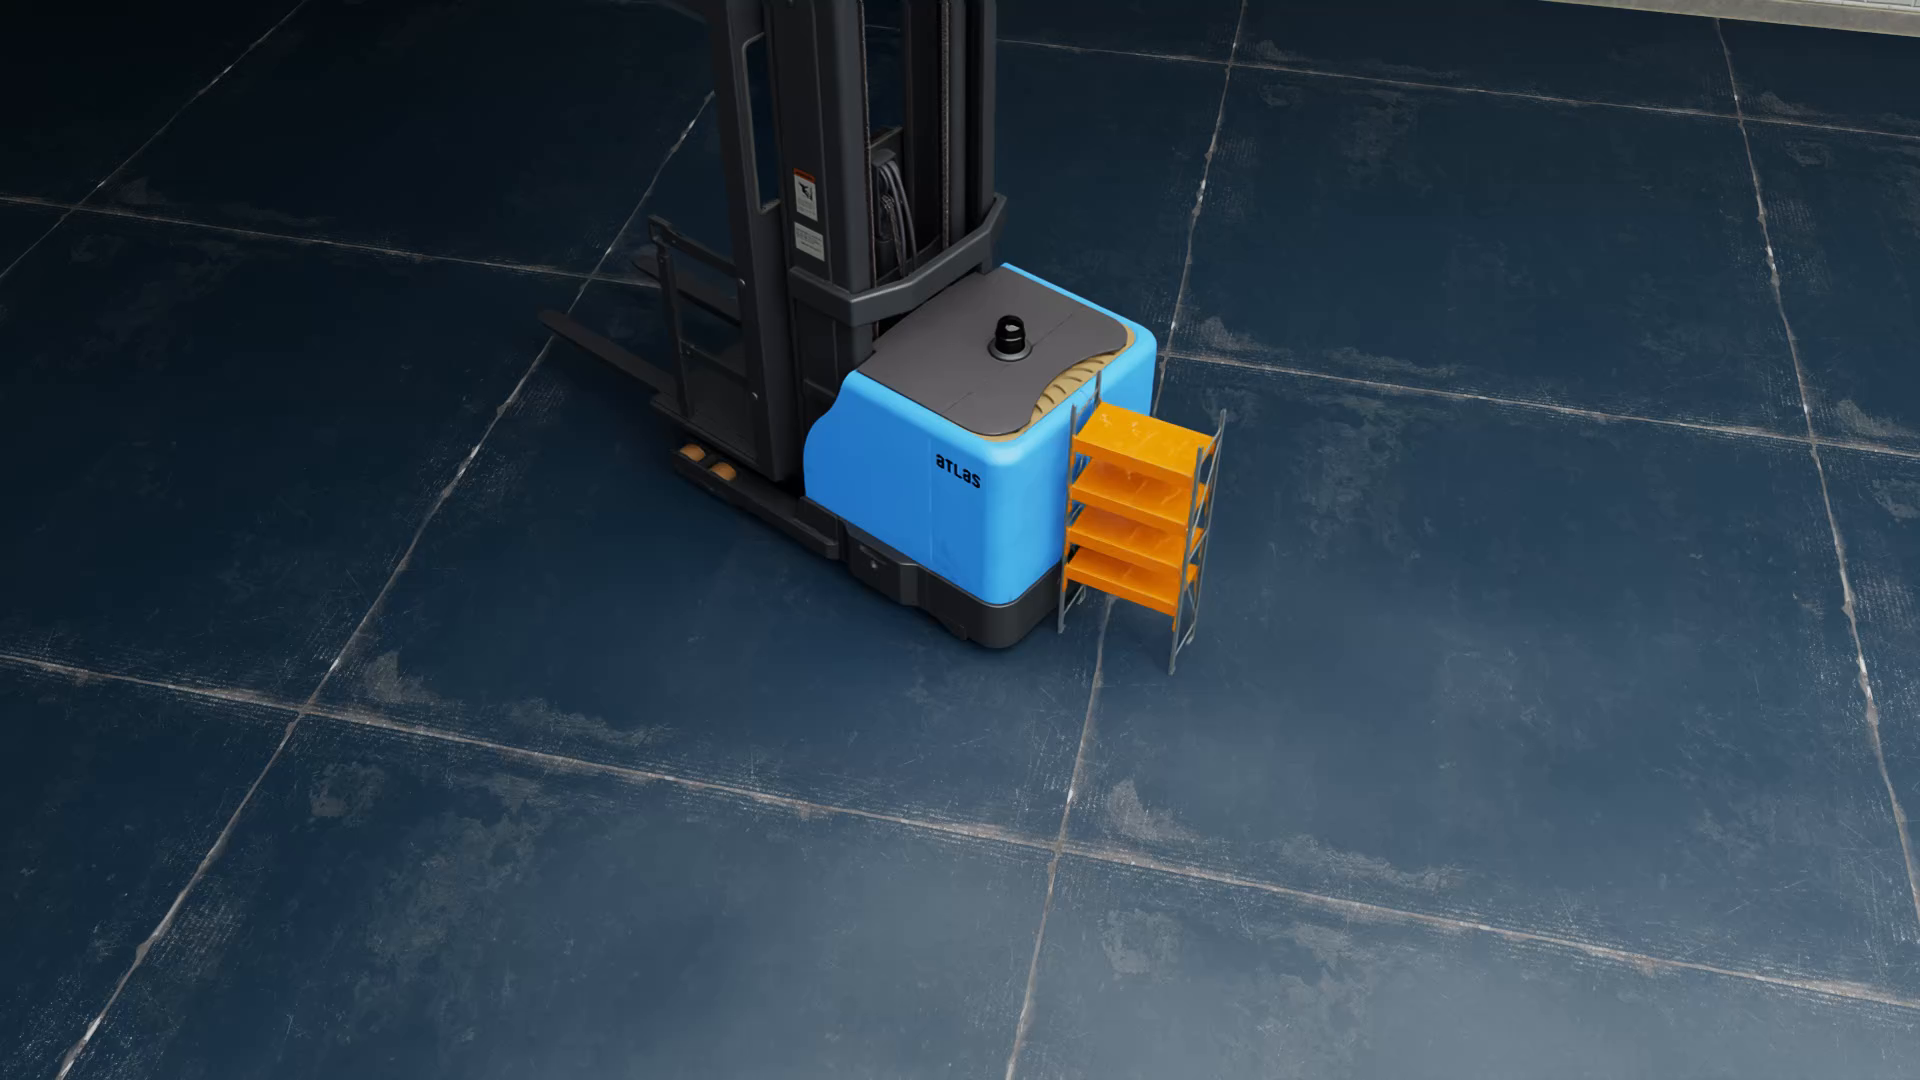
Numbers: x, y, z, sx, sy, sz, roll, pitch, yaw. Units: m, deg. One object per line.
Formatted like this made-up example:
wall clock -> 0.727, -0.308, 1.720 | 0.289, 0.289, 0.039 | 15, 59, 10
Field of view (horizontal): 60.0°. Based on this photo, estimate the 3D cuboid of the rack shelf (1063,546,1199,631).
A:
rack shelf -> 0.678, 0.149, 6.574 | 0.480, 0.148, 0.258 | 20, 47, 20

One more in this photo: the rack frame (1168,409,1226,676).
rack frame -> 0.894, 0.036, 6.308 | 0.015, 1.200, 0.240 | 20, 47, 20

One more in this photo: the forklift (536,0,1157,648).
forklift -> -0.668, -1.490, 6.644 | 3.031, 2.935, 1.130 | 30, 51, 27

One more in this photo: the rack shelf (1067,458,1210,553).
rack shelf -> 0.678, -0.156, 6.281 | 0.480, 0.148, 0.258 | 20, 47, 20

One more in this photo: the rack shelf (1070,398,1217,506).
rack shelf -> 0.678, -0.326, 6.117 | 0.480, 0.148, 0.258 | 20, 47, 20

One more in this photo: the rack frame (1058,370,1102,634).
rack frame -> 0.462, -0.121, 6.471 | 0.015, 1.200, 0.240 | 20, 47, 20

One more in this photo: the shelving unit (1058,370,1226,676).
shelving unit -> 0.678, -0.043, 6.389 | 0.503, 1.200, 0.258 | 20, 47, 20

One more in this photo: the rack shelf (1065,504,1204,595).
rack shelf -> 0.678, 0.006, 6.436 | 0.480, 0.148, 0.258 | 20, 47, 20
